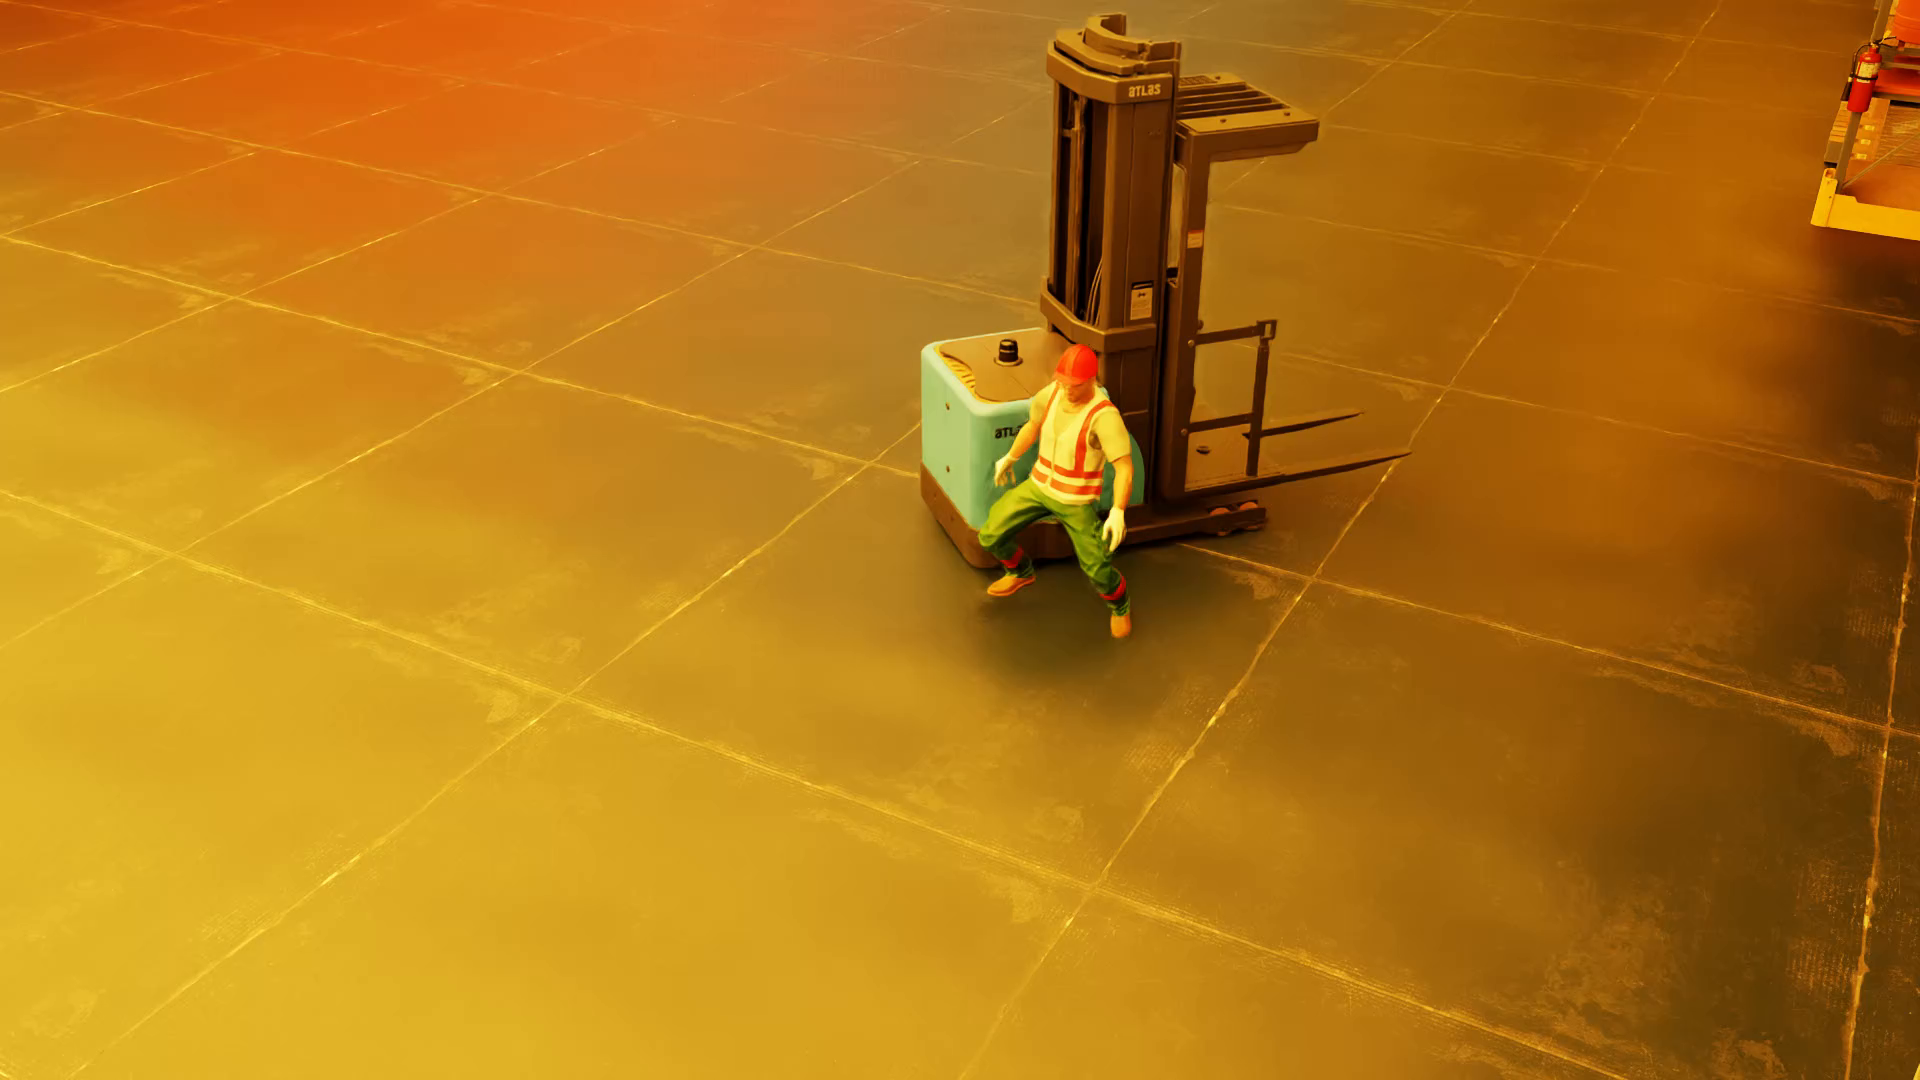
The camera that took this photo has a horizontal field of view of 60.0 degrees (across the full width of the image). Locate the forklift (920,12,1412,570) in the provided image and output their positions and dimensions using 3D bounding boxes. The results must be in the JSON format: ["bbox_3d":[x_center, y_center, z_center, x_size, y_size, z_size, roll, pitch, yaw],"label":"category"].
[{"bbox_3d":[1.328,-1.534,9.729,3.031,2.935,1.130,-10,32,-17],"label":"forklift"}]

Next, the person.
[{"bbox_3d":[0.565,-0.261,8.831,0.985,1.668,0.644,25,39,37],"label":"person"}]
